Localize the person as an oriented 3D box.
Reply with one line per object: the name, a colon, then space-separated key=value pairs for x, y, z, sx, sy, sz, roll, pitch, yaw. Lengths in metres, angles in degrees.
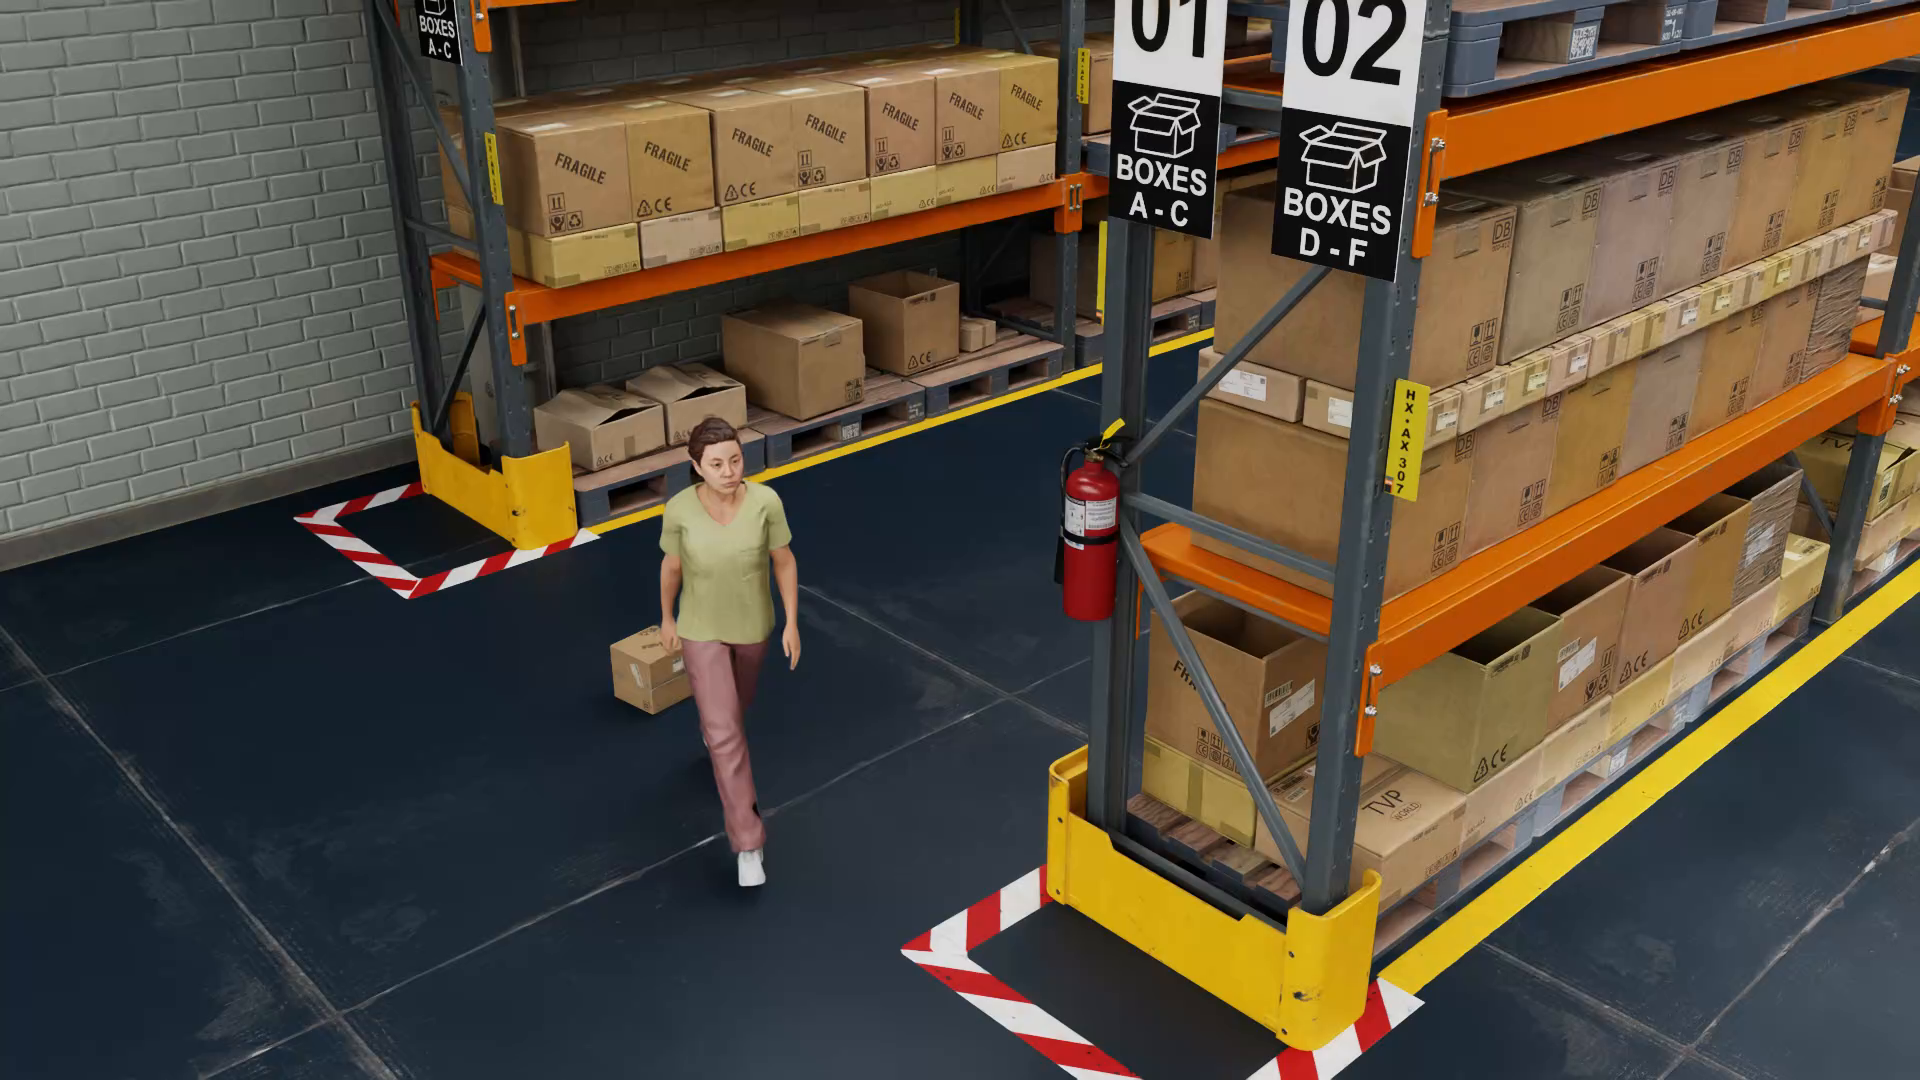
person: x=-0.811 y=0.312 z=5.946 sx=0.467 sy=1.610 sz=1.058 roll=-10 pitch=26 yaw=-20
